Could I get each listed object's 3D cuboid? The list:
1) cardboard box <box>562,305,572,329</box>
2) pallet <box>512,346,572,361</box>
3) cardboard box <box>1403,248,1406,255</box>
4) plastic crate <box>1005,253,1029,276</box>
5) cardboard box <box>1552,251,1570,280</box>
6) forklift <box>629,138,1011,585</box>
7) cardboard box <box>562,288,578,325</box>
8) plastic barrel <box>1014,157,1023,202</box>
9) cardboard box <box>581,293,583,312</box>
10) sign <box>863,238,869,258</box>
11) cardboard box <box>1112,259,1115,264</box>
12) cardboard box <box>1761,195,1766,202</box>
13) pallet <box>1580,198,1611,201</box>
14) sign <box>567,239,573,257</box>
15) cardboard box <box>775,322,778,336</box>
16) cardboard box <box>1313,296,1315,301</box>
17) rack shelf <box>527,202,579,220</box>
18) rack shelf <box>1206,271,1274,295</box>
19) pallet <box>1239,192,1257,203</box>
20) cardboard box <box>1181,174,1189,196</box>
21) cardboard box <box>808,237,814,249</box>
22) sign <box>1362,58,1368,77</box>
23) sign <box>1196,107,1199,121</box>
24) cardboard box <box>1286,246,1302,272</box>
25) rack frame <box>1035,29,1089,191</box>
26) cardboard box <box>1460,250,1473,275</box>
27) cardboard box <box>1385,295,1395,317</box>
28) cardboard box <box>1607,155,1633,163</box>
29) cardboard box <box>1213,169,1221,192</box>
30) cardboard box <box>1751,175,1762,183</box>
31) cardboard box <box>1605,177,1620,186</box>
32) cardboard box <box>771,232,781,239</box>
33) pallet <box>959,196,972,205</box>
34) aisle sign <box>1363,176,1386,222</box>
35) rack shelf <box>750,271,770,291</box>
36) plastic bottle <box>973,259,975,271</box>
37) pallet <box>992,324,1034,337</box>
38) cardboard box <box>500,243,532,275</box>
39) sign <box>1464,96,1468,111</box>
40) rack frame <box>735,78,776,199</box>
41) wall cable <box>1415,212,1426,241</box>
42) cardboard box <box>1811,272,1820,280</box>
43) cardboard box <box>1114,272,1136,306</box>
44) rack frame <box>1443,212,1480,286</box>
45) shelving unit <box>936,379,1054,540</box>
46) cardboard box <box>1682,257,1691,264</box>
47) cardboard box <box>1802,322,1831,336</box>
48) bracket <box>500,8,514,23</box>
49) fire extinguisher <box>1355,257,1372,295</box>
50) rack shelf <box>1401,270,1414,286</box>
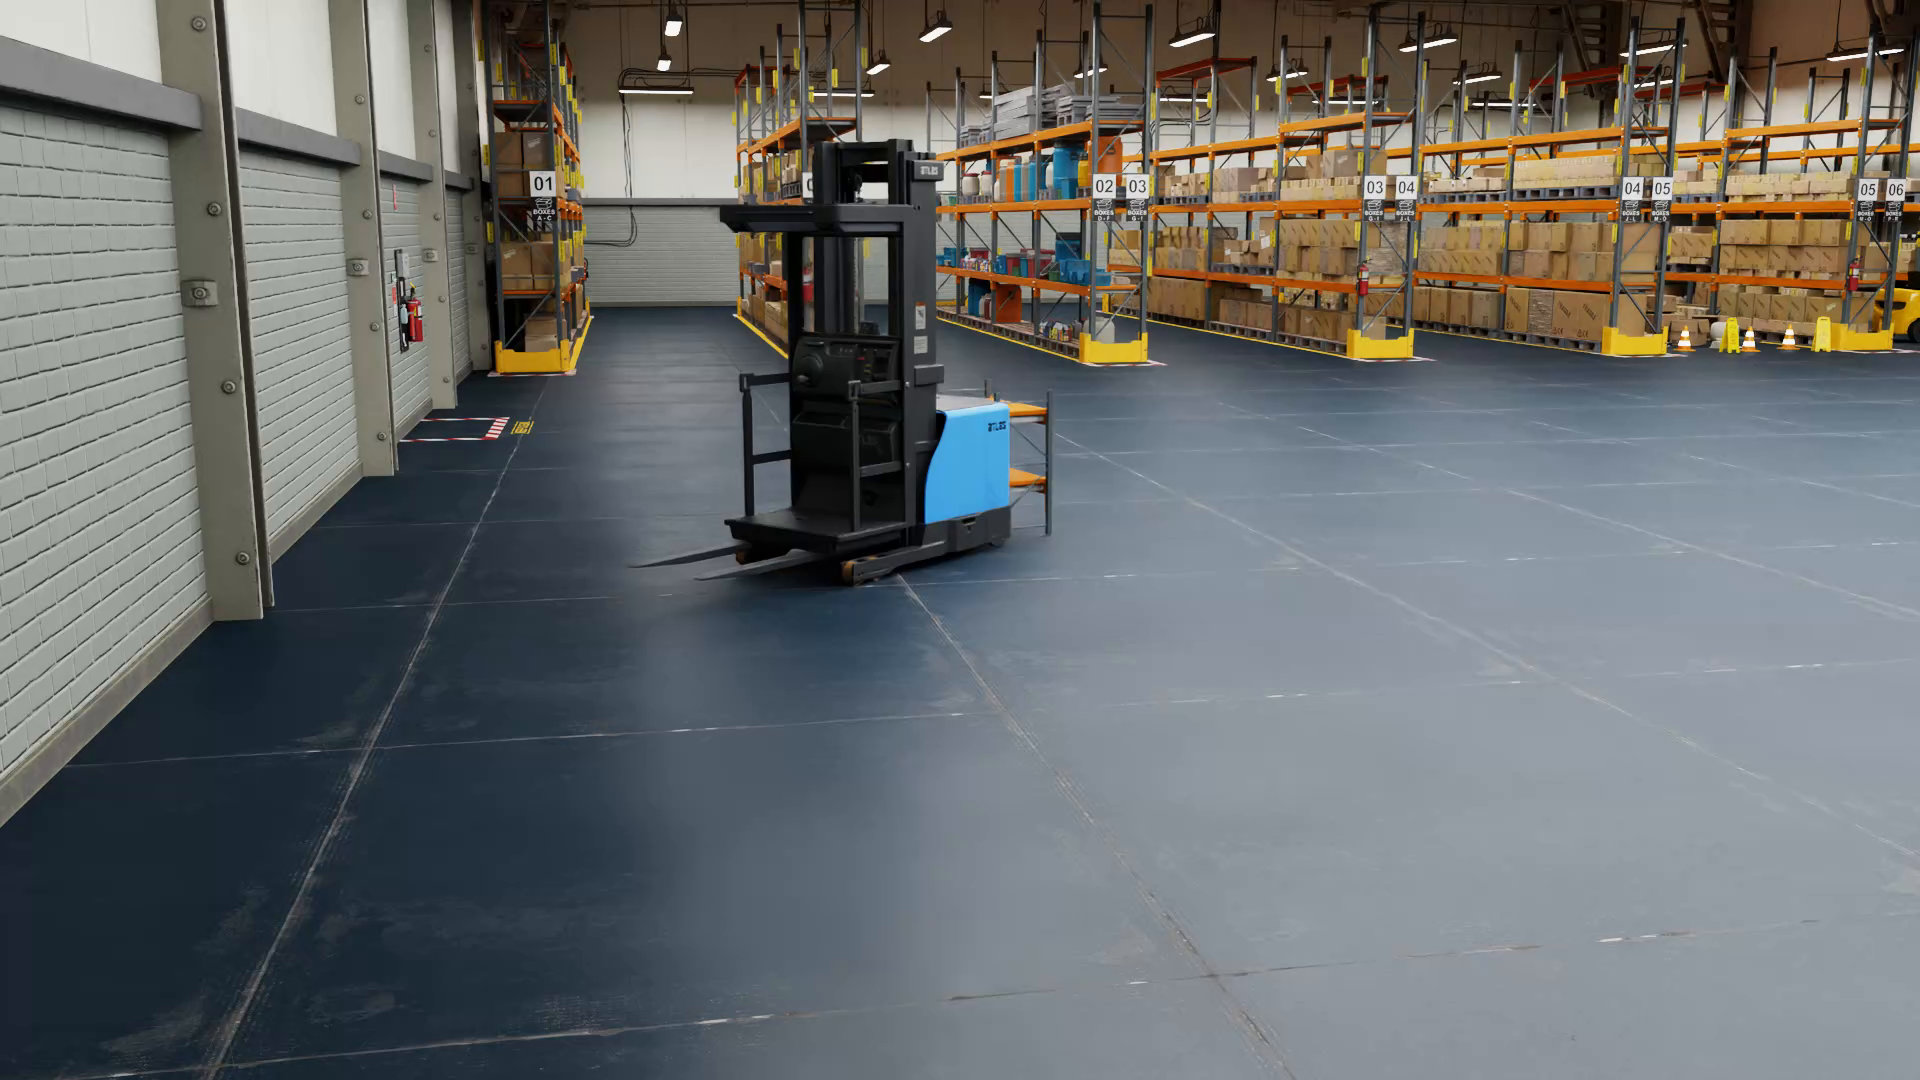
[{"bbox_3d":[-8.341,-4.552,34.097,0.700,0.500,0.500,-2,11,-10],"label":"cardboard box"},{"bbox_3d":[-7.348,-3.244,29.176,1.003,0.211,1.213,-2,11,-11],"label":"pallet"},{"bbox_3d":[10.387,-6.699,38.623,0.380,0.149,0.250,-2,11,-10],"label":"cardboard box"},{"bbox_3d":[1.200,-5.778,34.859,0.402,0.464,0.583,-2,11,-11],"label":"plastic crate"},{"bbox_3d":[12.111,-5.372,32.496,0.875,0.550,0.500,-2,11,-11],"label":"cardboard box"},{"bbox_3d":[-0.924,-1.240,11.371,1.130,2.935,3.031,8,14,37],"label":"forklift"},{"bbox_3d":[-8.546,-4.984,35.483,0.750,0.750,0.750,-2,11,-12],"label":"cardboard box"},{"bbox_3d":[1.398,-7.365,34.008,0.600,0.901,0.708,-2,11,-11],"label":"plastic barrel"},{"bbox_3d":[-9.756,-5.923,41.354,0.700,0.500,0.500,-2,11,-11],"label":"cardboard box"},{"bbox_3d":[-1.572,-4.890,27.841,0.100,0.325,0.005,-2,11,-11],"label":"sign"},{"bbox_3d":[4.285,-7.454,44.507,0.380,0.149,0.250,-2,11,-12],"label":"cardboard box"},{"bbox_3d":[16.567,-6.957,33.873,0.380,0.149,0.250,-2,11,-13],"label":"cardboard box"},{"bbox_3d":[15.588,-8.091,39.668,1.213,0.211,1.003,-2,11,-8],"label":"pallet"},{"bbox_3d":[-7.223,-5.406,30.764,0.100,0.325,0.005,-2,11,-11],"label":"sign"},{"bbox_3d":[-3.357,-4.155,32.733,0.500,0.250,0.500,-2,11,-12],"label":"cardboard box"},{"bbox_3d":[9.580,-6.421,44.117,0.380,0.149,0.250,-2,11,-8],"label":"cardboard box"},{"bbox_3d":[-8.921,-7.181,36.302,1.077,0.370,4.000,-2,11,-11],"label":"rack shelf"},{"bbox_3d":[6.433,-5.514,35.567,1.077,0.370,4.000,-2,11,-11],"label":"rack shelf"},{"bbox_3d":[6.602,-7.189,34.924,1.213,0.211,1.003,-2,11,-11],"label":"pallet"},{"bbox_3d":[5.626,-8.338,39.062,0.797,0.503,0.637,-2,11,-12],"label":"cardboard box"},{"bbox_3d":[-2.206,-5.189,28.202,0.700,0.500,0.500,-2,11,-11],"label":"cardboard box"},{"bbox_3d":[7.052,-8.234,28.969,0.100,0.325,0.005,-2,11,-11],"label":"sign"},{"bbox_3d":[5.796,-10.434,40.741,0.100,0.325,0.005,-2,11,-11],"label":"sign"},{"bbox_3d":[6.912,-5.518,32.602,0.875,0.500,0.500,-2,11,-11],"label":"cardboard box"},{"bbox_3d":[1.964,-8.267,32.065,1.000,3.000,0.127,-2,11,-11],"label":"rack frame"},{"bbox_3d":[11.147,-5.983,35.839,0.500,0.500,0.500,-2,11,-10],"label":"cardboard box"},{"bbox_3d":[10.448,-5.581,39.557,0.500,0.500,0.500,-2,11,-9],"label":"cardboard box"},{"bbox_3d":[12.087,-6.975,30.448,0.380,0.149,0.250,-2,11,-10],"label":"cardboard box"},{"bbox_3d":[5.884,-7.907,36.589,0.500,0.500,0.500,-2,11,-10],"label":"cardboard box"},{"bbox_3d":[16.431,-7.388,34.009,0.380,0.149,0.250,-2,11,-11],"label":"cardboard box"},{"bbox_3d":[12.088,-6.583,30.519,0.380,0.149,0.250,-2,11,-11],"label":"cardboard box"},{"bbox_3d":[-4.267,-7.245,39.797,0.500,0.500,0.500,-2,11,-10],"label":"cardboard box"},{"bbox_3d":[0.656,-8.028,39.336,1.213,0.211,1.003,-2,11,-11],"label":"pallet"},{"bbox_3d":[7.318,-6.022,29.358,0.394,0.787,0.004,-2,11,-11],"label":"aisle sign"},{"bbox_3d":[-4.062,-5.888,37.532,1.077,0.370,4.000,-2,11,-11],"label":"rack shelf"},{"bbox_3d":[0.345,-6.391,38.596,0.097,0.271,0.097,0,11,0],"label":"plastic bottle"},{"bbox_3d":[1.299,-4.541,35.988,1.003,0.211,1.213,-2,11,-11],"label":"pallet"},{"bbox_3d":[-7.276,-4.610,27.235,0.500,0.500,0.500,-2,11,-12],"label":"cardboard box"},{"bbox_3d":[11.473,-9.900,37.724,0.100,0.325,0.005,-2,11,-11],"label":"sign"},{"bbox_3d":[-5.229,-10.289,42.686,1.000,3.000,0.127,-2,11,-11],"label":"rack frame"},{"bbox_3d":[14.479,-9.648,52.646,0.588,1.984,0.122,-2,11,-11],"label":"wall cable"},{"bbox_3d":[16.852,-5.155,32.429,0.380,0.149,0.250,-2,11,-12],"label":"cardboard box"},{"bbox_3d":[4.692,-6.749,44.694,0.875,0.875,0.875,-2,11,-11],"label":"cardboard box"},{"bbox_3d":[14.209,-8.062,47.029,1.000,3.000,0.127,-2,11,-11],"label":"rack frame"},{"bbox_3d":[0.254,-0.657,13.142,0.538,1.125,1.048,-5,12,-26],"label":"shelving unit"},{"bbox_3d":[16.053,-6.123,36.393,0.380,0.149,0.250,-2,11,-12],"label":"cardboard box"},{"bbox_3d":[16.895,-4.126,32.580,0.500,0.250,0.500,-2,11,-11],"label":"cardboard box"},{"bbox_3d":[-8.698,-10.076,31.940,0.235,0.232,0.430,-2,11,-11],"label":"bracket"},{"bbox_3d":[7.171,-4.691,29.527,0.296,0.674,0.183,-2,11,-11],"label":"fire extinguisher"},{"bbox_3d":[10.540,-6.409,40.272,1.077,0.370,4.000,-2,11,-11],"label":"rack shelf"}]
